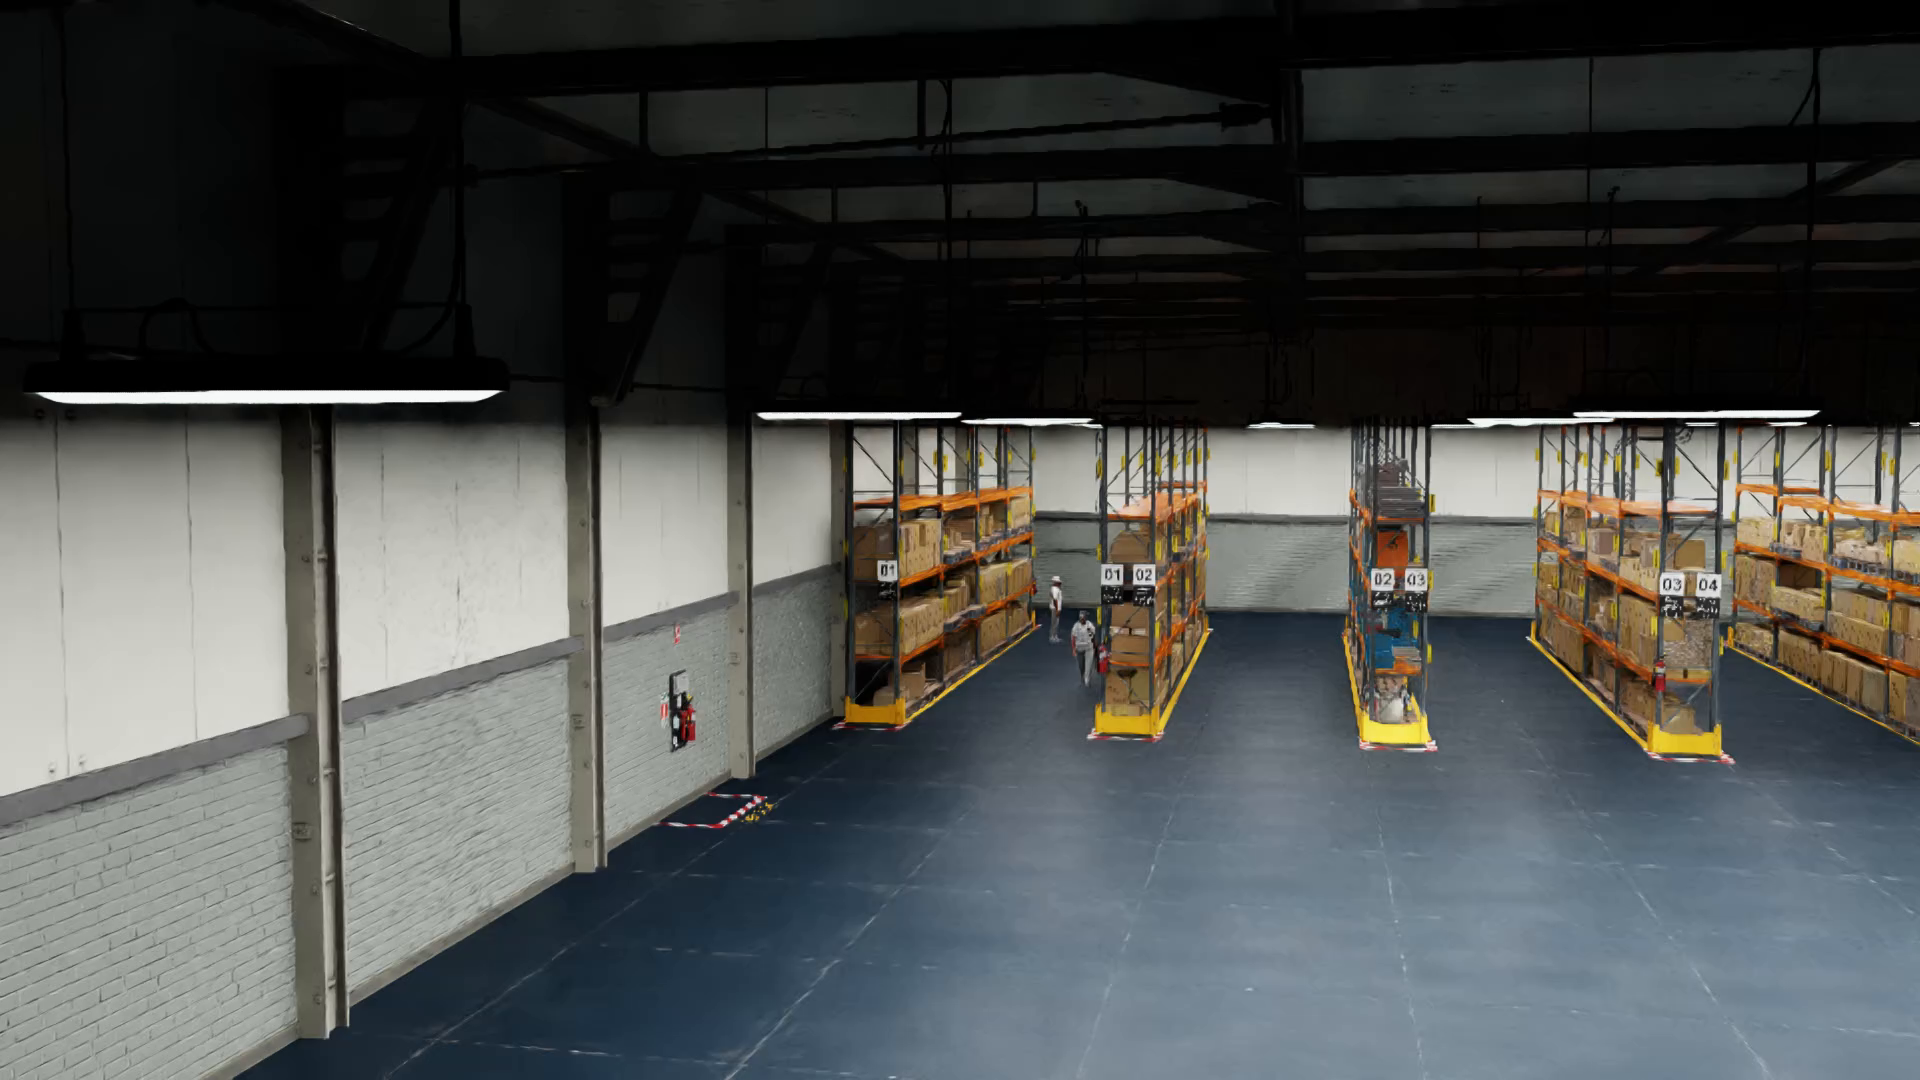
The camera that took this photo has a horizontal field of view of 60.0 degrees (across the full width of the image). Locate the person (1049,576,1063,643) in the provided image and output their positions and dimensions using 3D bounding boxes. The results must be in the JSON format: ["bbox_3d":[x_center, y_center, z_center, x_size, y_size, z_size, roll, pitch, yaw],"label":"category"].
[{"bbox_3d":[2.595,1.849,44.651,0.390,1.766,0.669,0,4,0],"label":"person"}]

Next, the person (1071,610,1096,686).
[{"bbox_3d":[2.756,2.393,37.172,0.542,1.675,1.126,1,4,14],"label":"person"}]
